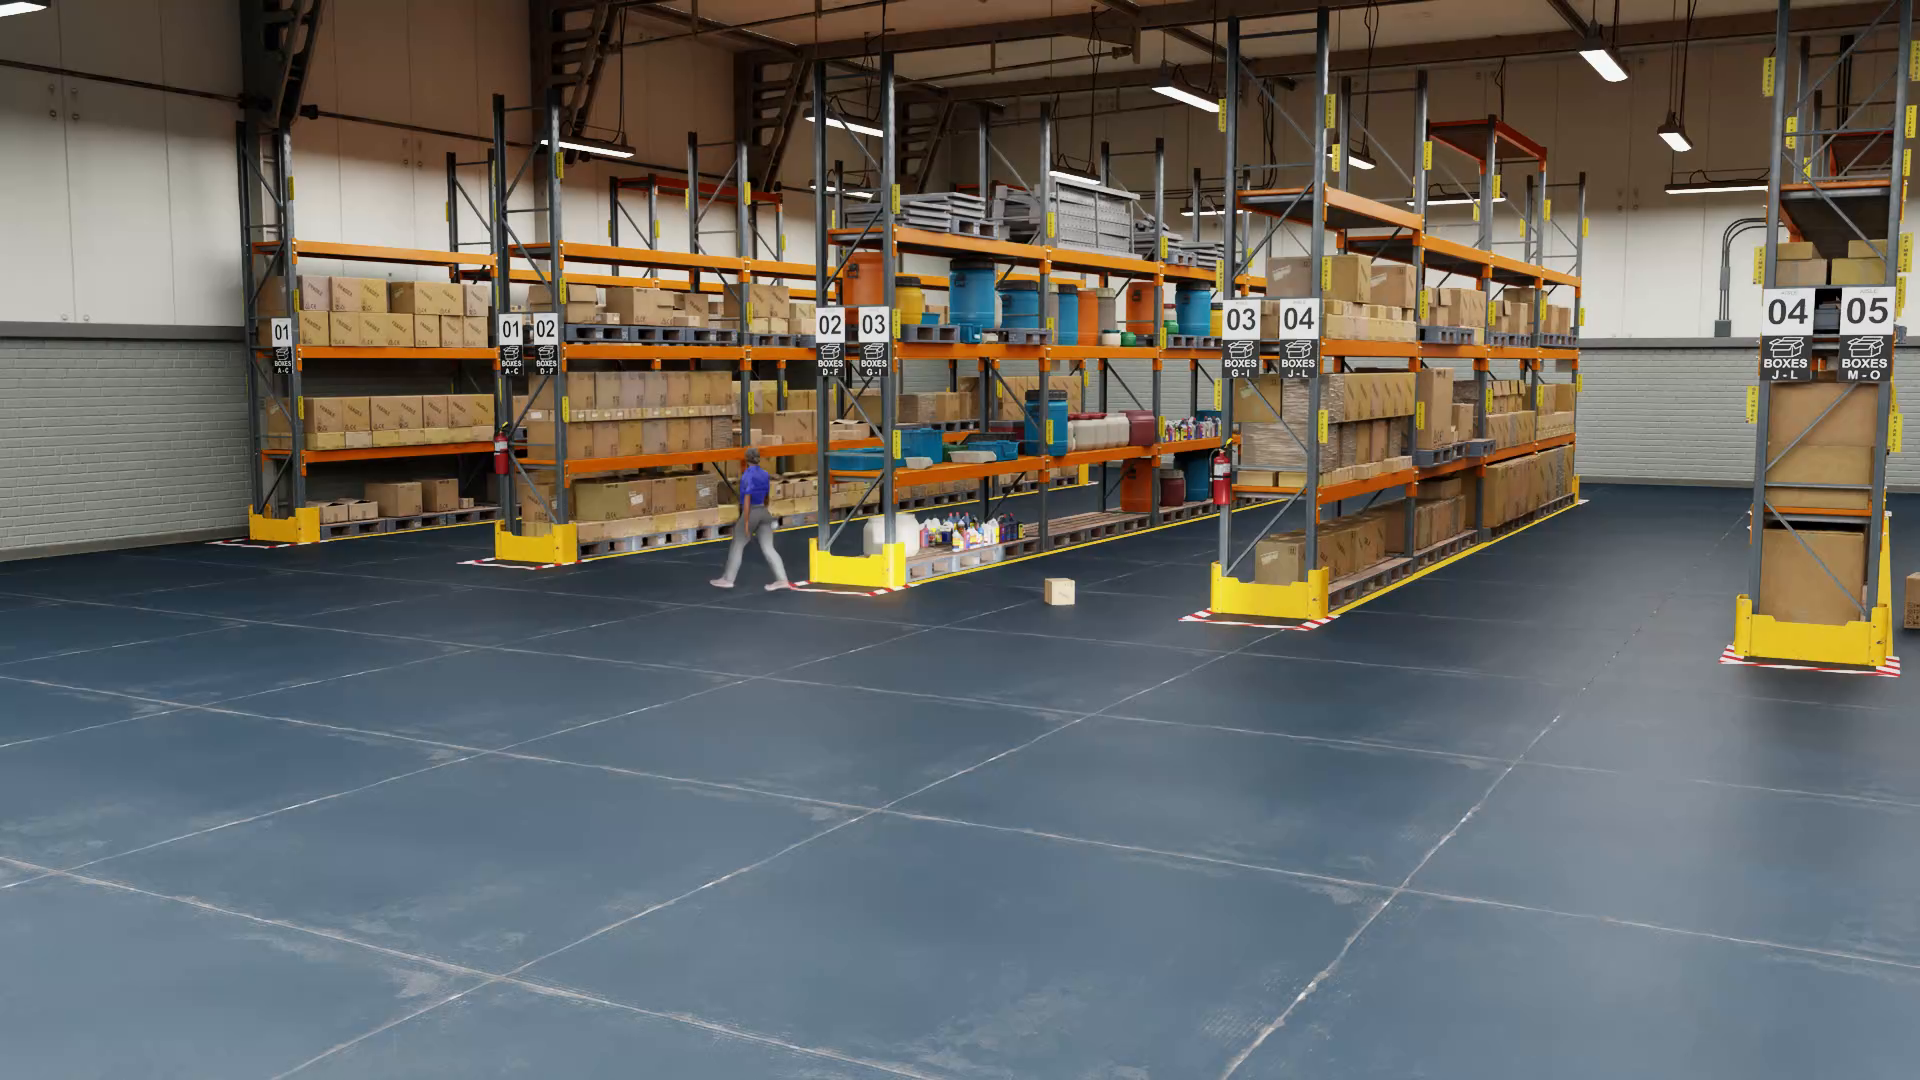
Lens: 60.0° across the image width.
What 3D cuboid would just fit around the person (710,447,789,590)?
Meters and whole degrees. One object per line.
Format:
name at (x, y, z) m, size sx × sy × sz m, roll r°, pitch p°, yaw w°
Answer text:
person at (-2.352, -0.249, 18.686) m, size 1.006 × 1.592 × 0.527 m, roll 4°, pitch 7°, yaw 36°
